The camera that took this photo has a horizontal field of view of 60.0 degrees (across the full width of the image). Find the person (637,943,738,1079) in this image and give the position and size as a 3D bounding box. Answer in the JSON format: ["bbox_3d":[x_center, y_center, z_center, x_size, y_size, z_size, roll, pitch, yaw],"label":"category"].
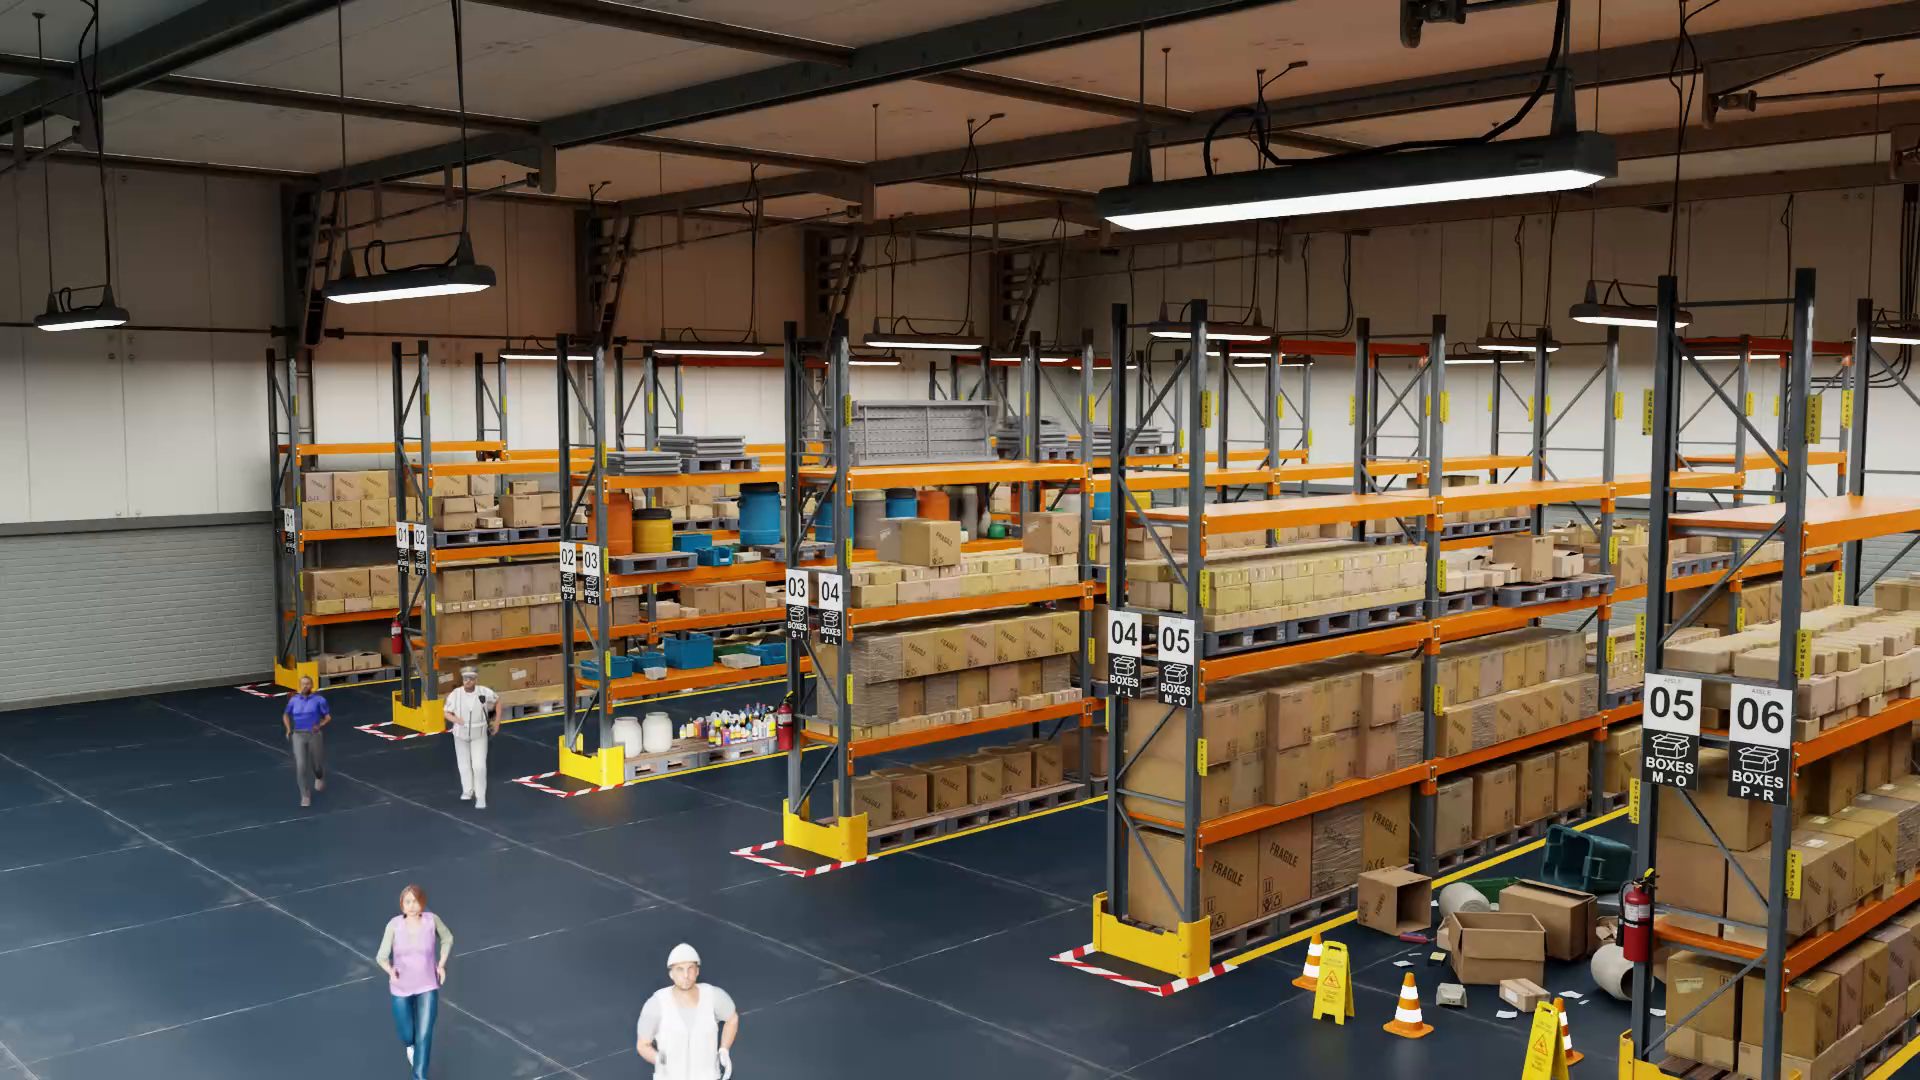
[{"bbox_3d":[-1.686,3.374,10.369,0.639,1.742,0.438,-1,5,-12],"label":"person"}]

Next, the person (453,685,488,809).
[{"bbox_3d":[-6.174,2.626,21.026,0.429,1.609,0.592,-1,5,-11],"label":"person"}]

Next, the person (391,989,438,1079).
[{"bbox_3d":[-4.018,3.637,12.281,0.333,0.942,0.839,-1,5,-16],"label":"person"}]

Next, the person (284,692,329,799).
[{"bbox_3d":[-8.310,2.516,21.171,0.546,1.183,0.614,-1,5,-15],"label":"person"}]
